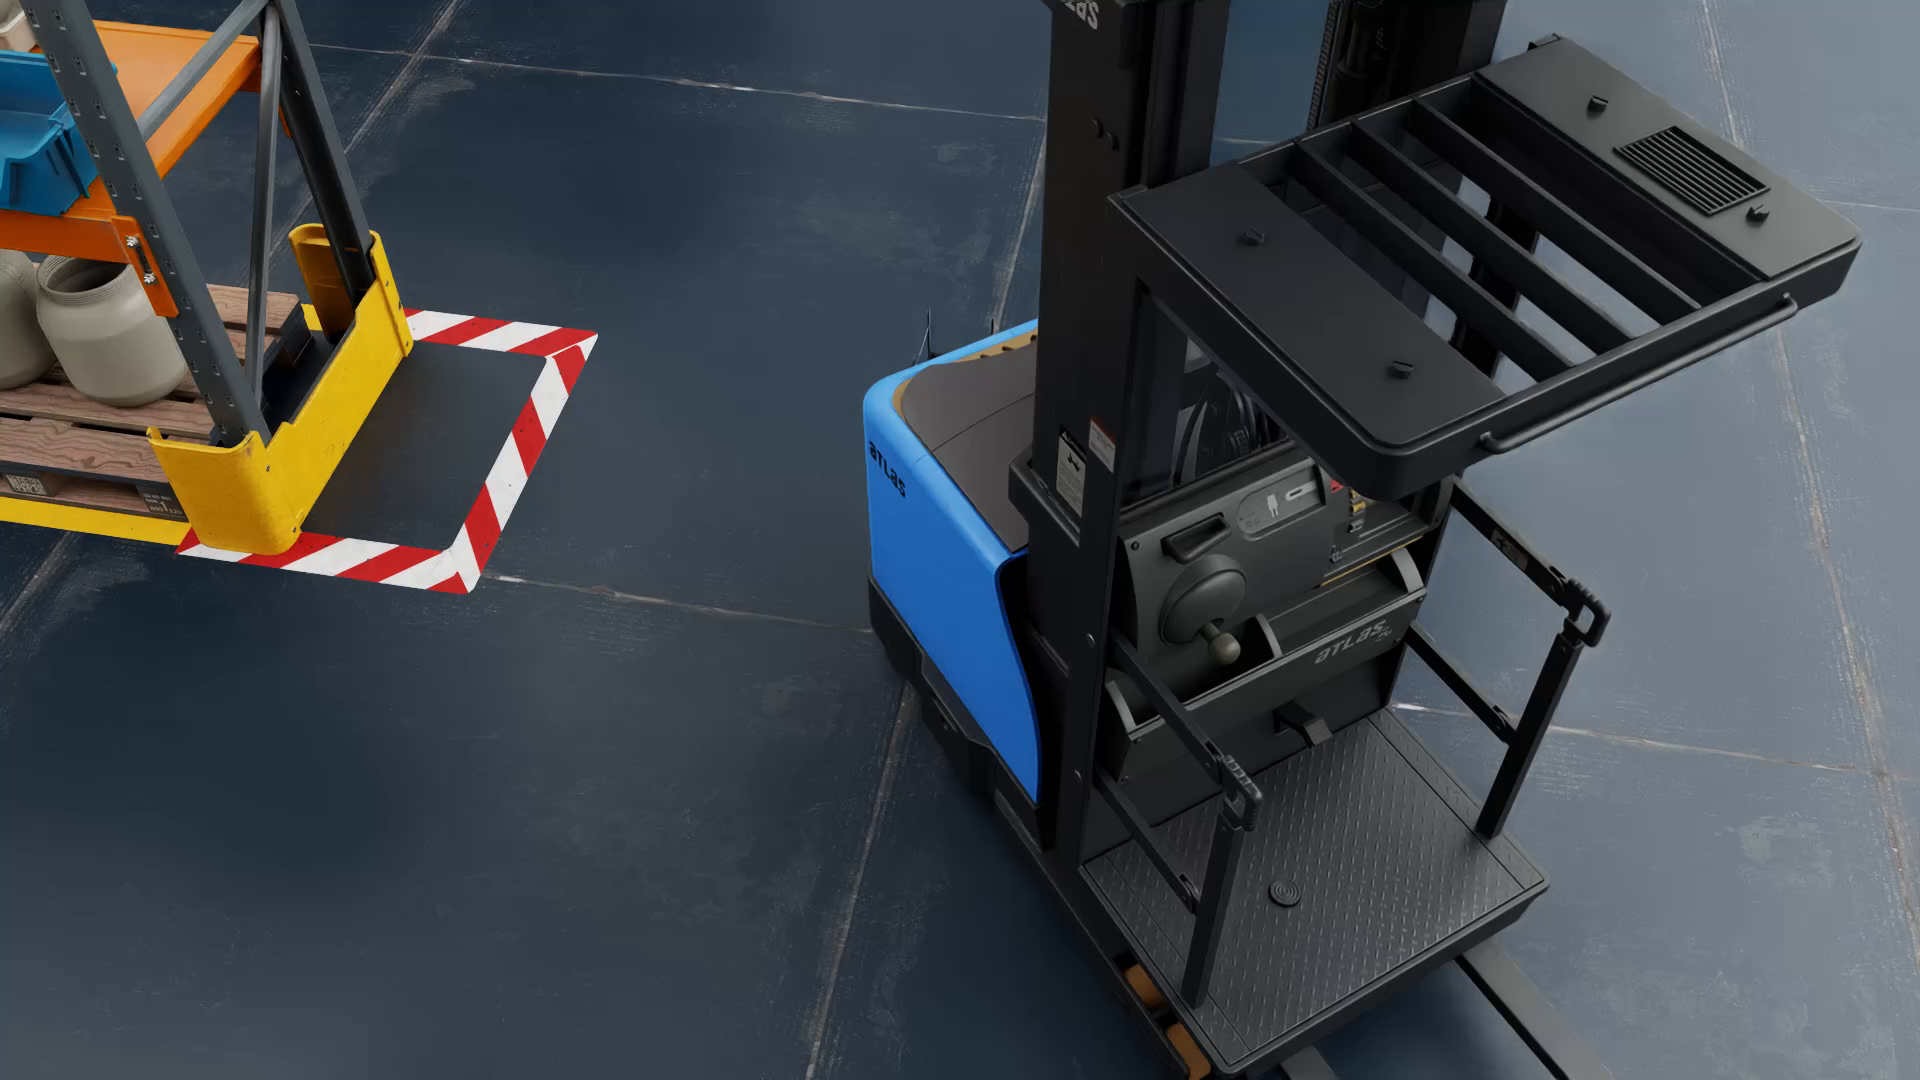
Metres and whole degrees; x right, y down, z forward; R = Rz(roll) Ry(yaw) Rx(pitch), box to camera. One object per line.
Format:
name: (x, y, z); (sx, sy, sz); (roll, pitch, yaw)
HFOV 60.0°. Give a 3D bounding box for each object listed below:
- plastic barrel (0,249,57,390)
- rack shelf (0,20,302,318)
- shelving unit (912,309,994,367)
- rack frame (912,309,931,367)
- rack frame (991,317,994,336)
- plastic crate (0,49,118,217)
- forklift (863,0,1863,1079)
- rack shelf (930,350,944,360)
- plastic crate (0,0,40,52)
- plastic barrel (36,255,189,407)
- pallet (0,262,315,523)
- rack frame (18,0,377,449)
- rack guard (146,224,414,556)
plastic barrel: (-3.447, -0.822, 5.862); (0.421, 0.512, 0.421); (0, 48, 0)
rack shelf: (-4.261, -1.440, 5.511); (4.000, 0.370, 1.077); (8, 49, 7)
shelving unit: (-0.019, -0.319, 5.431); (0.210, 0.900, 0.258); (8, 49, 7)
rack frame: (-0.119, -0.333, 5.445); (0.006, 0.900, 0.240); (8, 49, 7)
rack frame: (0.081, -0.304, 5.418); (0.006, 0.900, 0.240); (8, 49, 7)
plastic crate: (-2.839, -1.213, 4.923); (0.616, 0.251, 0.499); (8, 49, 7)
forklift: (0.883, 0.070, 3.717); (1.130, 2.935, 3.031); (-23, 52, -20)
rack shelf: (-0.019, -0.477, 5.255); (0.200, 0.077, 0.258); (8, 49, 7)
plastic crate: (-3.116, -1.681, 5.421); (0.250, 0.136, 0.298); (8, 49, 7)
plastic barrel: (-2.954, -0.755, 5.802); (0.421, 0.512, 0.421); (0, 48, 0)
pallet: (-3.175, -0.570, 6.121); (1.213, 0.211, 1.003); (8, 49, 7)
rack frame: (-2.293, -1.415, 5.005); (0.127, 3.000, 1.000); (8, 49, 7)
rack guard: (-2.376, -0.556, 5.913); (0.348, 0.500, 1.175); (8, 49, 7)
